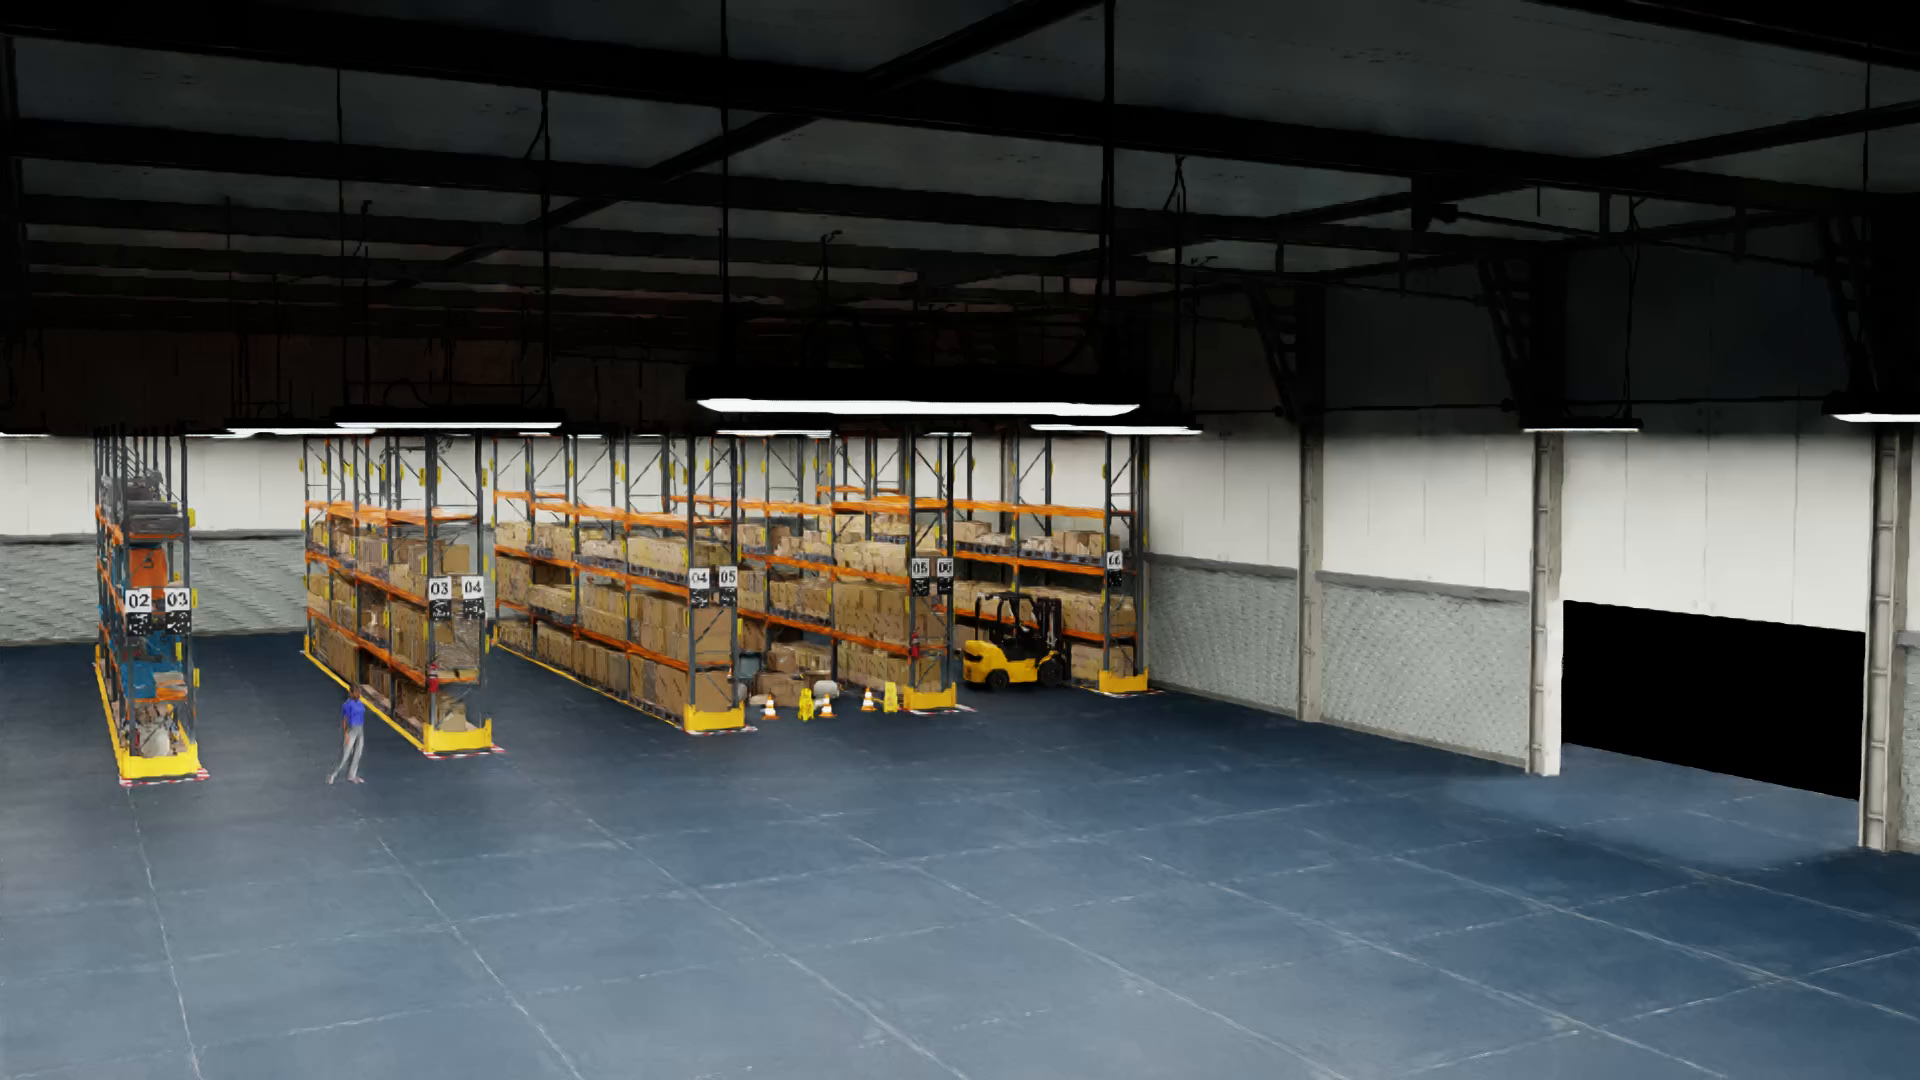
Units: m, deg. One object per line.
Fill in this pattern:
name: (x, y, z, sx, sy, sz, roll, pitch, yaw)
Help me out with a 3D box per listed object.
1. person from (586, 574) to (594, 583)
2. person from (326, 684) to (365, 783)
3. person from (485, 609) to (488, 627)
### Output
person: (-10.782, 1.899, 48.740, 0.696, 1.758, 0.593, 3, 5, 41)
person: (-10.217, 3.225, 27.644, 0.490, 1.652, 0.653, 1, 4, 20)
person: (-12.930, 2.266, 44.499, 0.566, 1.541, 0.519, -2, 4, -31)
